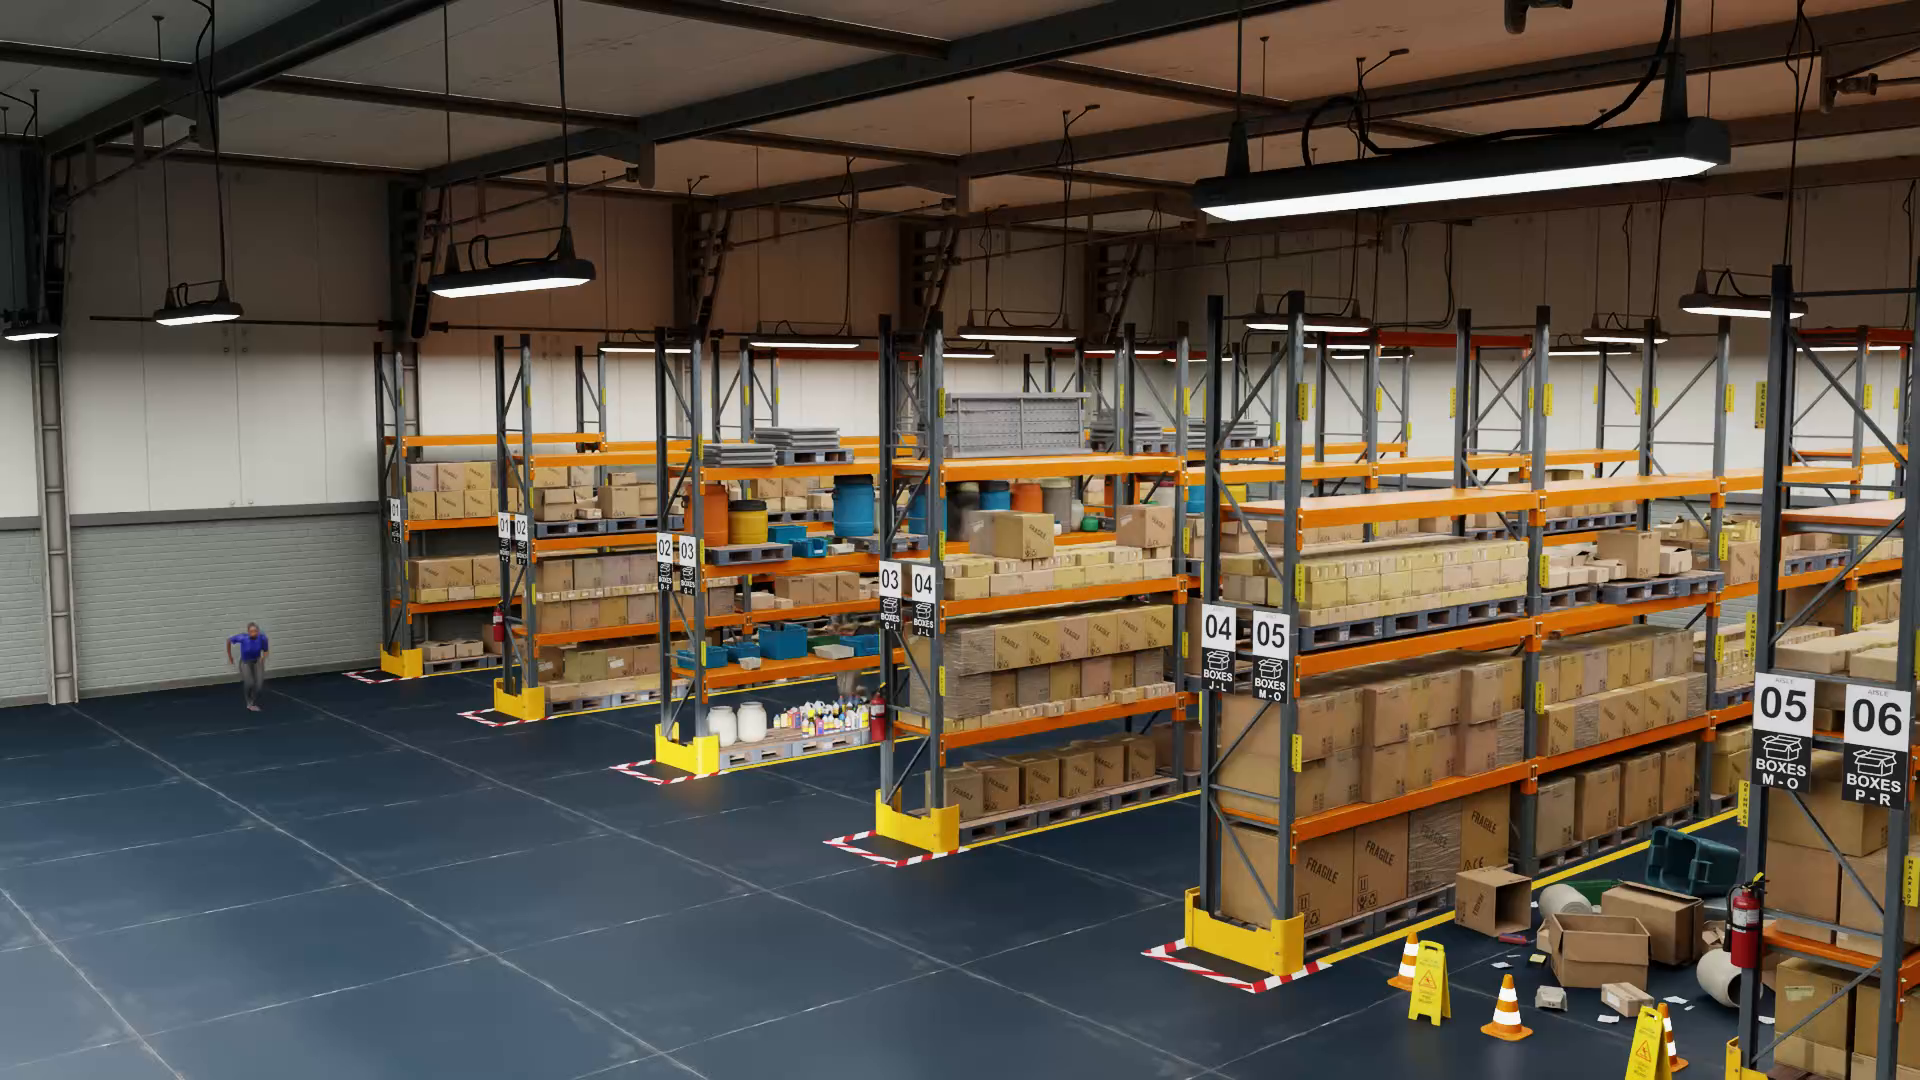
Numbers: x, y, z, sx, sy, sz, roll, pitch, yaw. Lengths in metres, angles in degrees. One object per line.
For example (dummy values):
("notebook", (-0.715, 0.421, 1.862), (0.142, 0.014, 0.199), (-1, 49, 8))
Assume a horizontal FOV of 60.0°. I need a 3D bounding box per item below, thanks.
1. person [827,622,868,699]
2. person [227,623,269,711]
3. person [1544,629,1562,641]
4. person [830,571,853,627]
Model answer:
("person", (-1.780, 2.026, 26.232), (0.683, 1.543, 0.889), (4, 7, 38))
("person", (-11.319, 2.025, 26.459), (0.601, 1.484, 0.799), (-3, 6, -31))
("person", (8.843, 2.078, 24.683), (0.714, 1.719, 0.643), (4, 6, 36))
("person", (-2.371, 1.386, 32.759), (0.615, 1.613, 0.663), (3, 6, 33))
